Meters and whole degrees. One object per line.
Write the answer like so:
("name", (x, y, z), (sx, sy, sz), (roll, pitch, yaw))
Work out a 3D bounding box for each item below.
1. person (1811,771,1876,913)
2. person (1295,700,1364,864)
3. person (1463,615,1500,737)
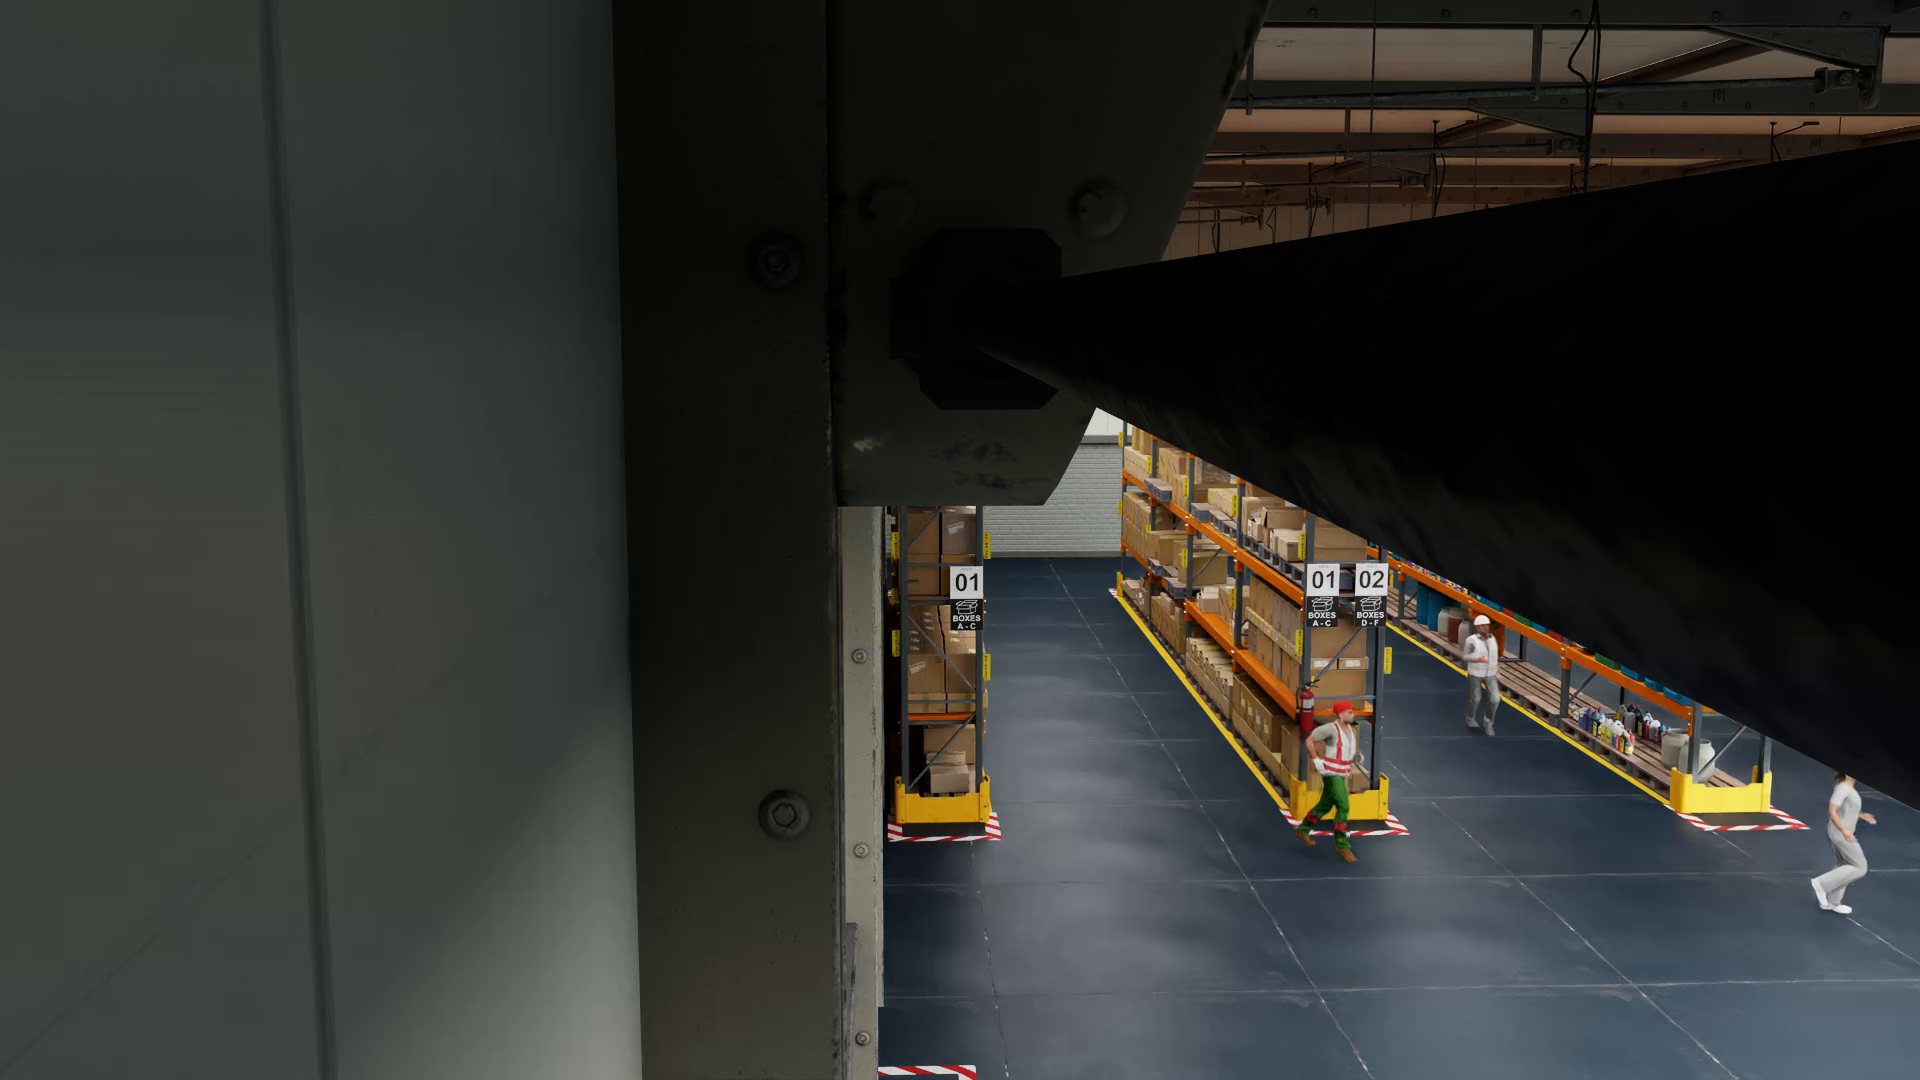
("person", (9.272, 3.093, 17.431), (0.582, 1.637, 0.555), (4, 9, 24))
("person", (4.372, 2.745, 19.350), (0.875, 1.798, 0.673), (7, 10, 39))
("person", (7.738, 2.014, 24.643), (0.635, 1.822, 0.753), (-1, 8, -5))
